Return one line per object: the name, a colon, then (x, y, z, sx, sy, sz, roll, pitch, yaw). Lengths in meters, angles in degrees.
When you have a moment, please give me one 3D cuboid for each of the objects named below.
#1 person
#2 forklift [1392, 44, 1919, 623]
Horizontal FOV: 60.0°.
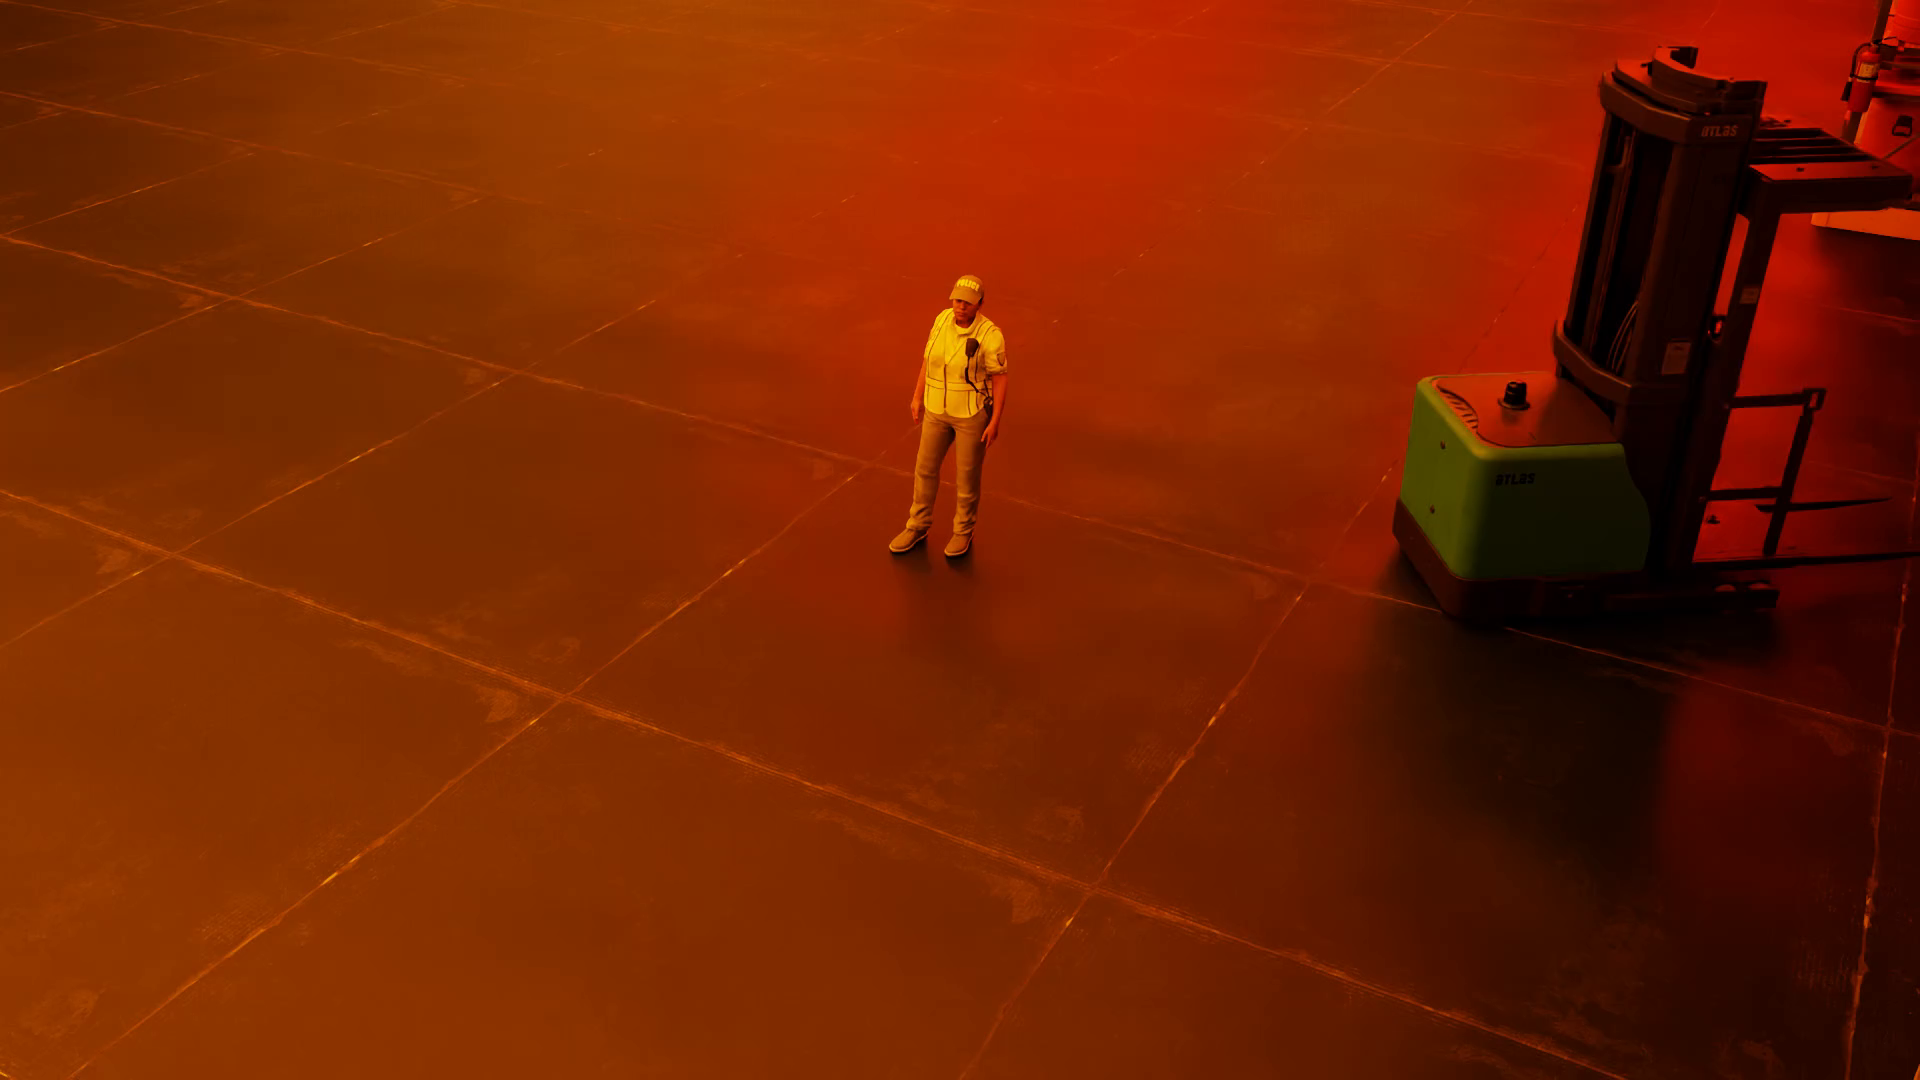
person: (-0.057, -0.700, 9.534, 0.598, 1.670, 0.529, 15, 33, 25)
forklift: (4.135, -1.114, 9.001, 3.031, 2.935, 1.130, -3, 30, -5)
